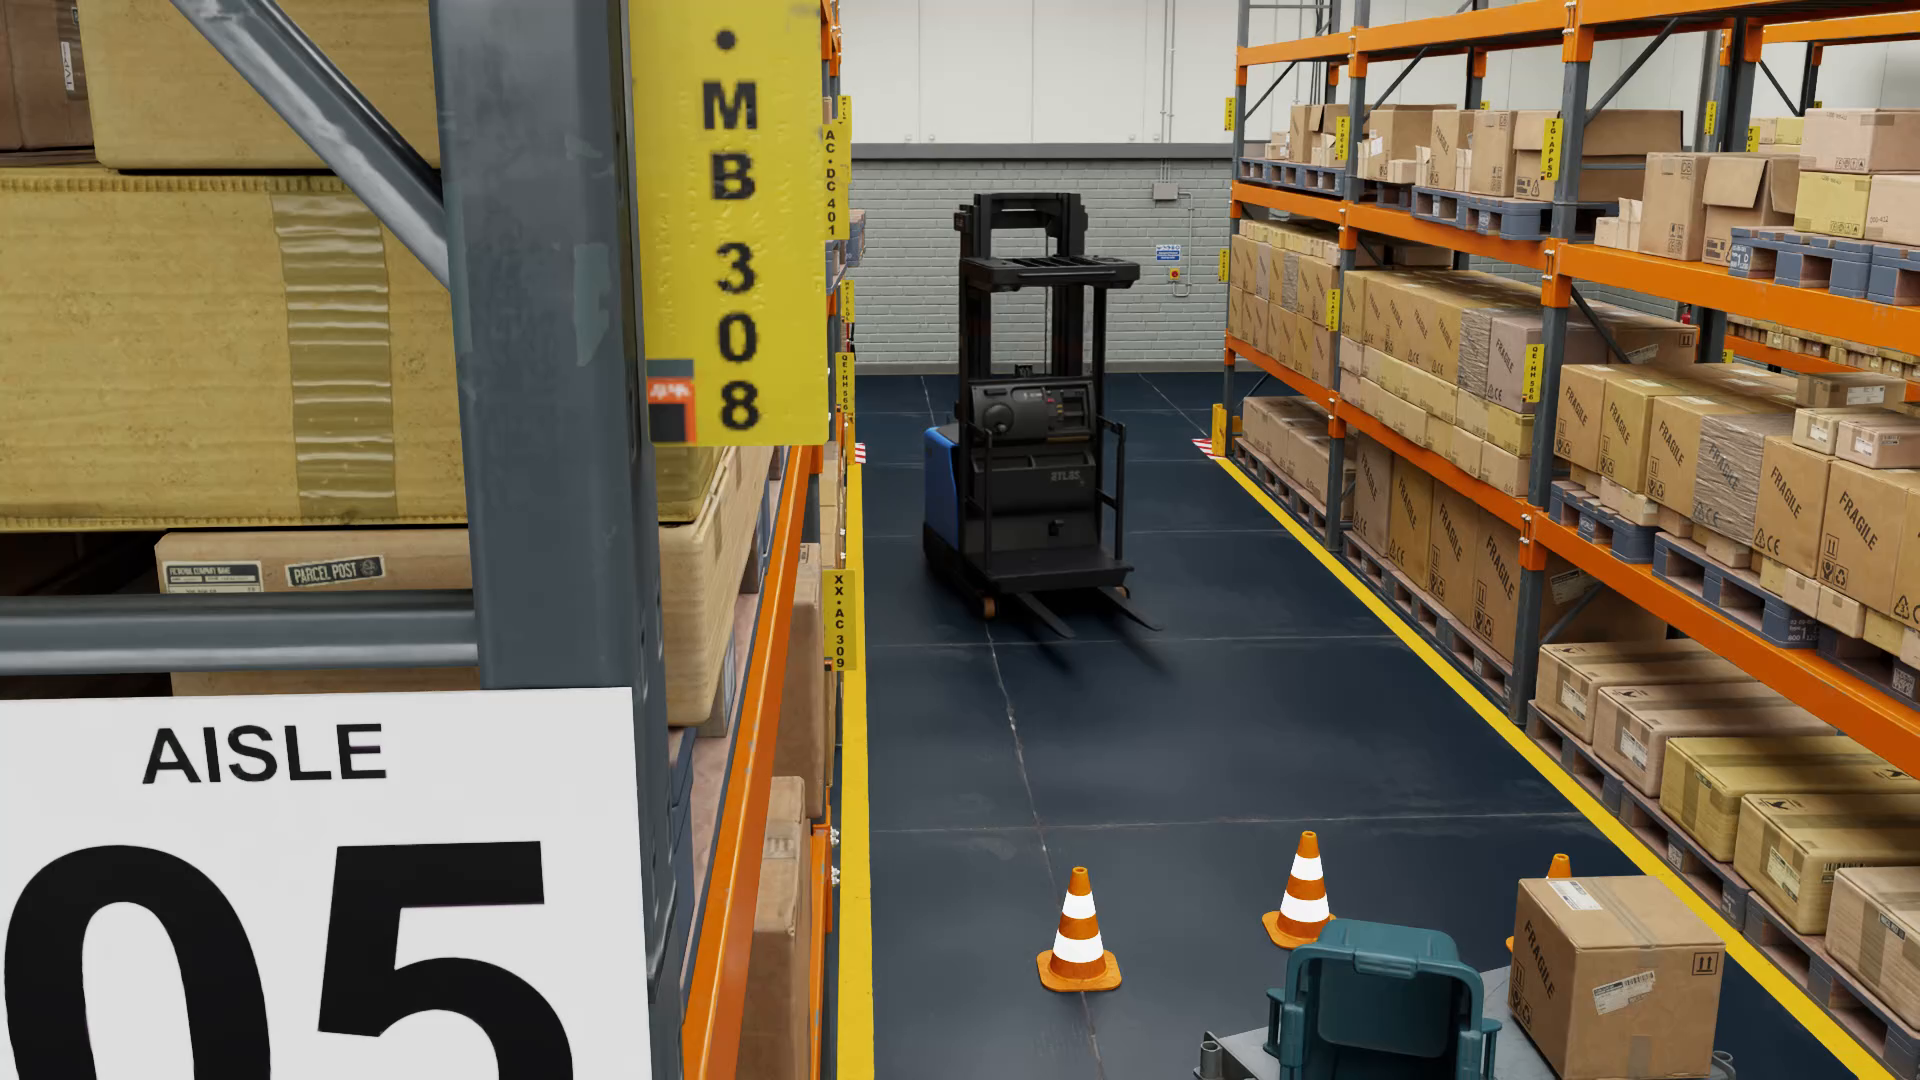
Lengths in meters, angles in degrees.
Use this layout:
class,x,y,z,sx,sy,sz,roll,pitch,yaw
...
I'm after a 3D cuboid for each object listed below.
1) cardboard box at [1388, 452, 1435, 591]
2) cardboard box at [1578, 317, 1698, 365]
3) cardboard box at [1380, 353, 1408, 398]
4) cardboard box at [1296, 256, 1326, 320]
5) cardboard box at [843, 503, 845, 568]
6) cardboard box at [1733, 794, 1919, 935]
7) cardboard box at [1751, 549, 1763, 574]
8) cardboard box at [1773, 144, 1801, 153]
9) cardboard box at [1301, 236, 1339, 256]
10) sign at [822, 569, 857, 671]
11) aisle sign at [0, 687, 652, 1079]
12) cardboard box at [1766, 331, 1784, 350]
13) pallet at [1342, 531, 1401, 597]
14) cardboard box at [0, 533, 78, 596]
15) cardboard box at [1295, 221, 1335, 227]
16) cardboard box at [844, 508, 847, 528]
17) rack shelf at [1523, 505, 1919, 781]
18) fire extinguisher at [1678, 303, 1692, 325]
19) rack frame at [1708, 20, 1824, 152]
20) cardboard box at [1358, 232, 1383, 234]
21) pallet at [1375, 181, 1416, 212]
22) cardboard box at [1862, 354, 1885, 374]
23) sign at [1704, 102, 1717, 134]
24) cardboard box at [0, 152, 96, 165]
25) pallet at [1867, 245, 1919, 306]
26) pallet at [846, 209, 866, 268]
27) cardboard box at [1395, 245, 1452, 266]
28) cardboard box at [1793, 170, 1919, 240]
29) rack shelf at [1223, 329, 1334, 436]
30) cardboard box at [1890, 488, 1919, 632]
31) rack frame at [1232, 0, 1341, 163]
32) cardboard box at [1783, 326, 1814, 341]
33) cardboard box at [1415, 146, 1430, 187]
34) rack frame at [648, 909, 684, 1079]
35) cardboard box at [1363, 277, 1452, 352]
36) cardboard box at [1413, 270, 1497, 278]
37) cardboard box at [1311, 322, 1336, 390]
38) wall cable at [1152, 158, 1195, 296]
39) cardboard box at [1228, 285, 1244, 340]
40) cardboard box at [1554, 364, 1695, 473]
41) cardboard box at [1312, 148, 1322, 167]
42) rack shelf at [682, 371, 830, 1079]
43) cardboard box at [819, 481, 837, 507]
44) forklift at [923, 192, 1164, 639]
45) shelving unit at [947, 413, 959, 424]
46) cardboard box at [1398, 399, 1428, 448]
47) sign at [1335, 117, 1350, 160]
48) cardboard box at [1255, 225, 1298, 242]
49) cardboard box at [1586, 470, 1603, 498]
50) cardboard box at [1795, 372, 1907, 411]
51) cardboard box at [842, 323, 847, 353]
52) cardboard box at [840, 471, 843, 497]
class,x,y,z,sx,sy,sz,roll,pitch,yaw
cardboard box,3.695,-0.172,12.098,0.875,0.875,0.875,0,14,-2
cardboard box,3.974,-1.040,9.840,0.500,0.500,0.500,-1,14,-5
cardboard box,3.324,-1.176,11.875,0.500,0.250,0.500,-1,14,-3
cardboard box,3.185,-2.148,14.146,0.500,0.500,0.500,-1,14,-4
cardboard box,-1.124,-0.087,12.517,0.500,0.500,0.500,-1,14,-5
cardboard box,3.926,1.374,7.096,0.950,0.372,0.625,0,14,0
cardboard box,3.738,0.088,7.327,0.380,0.149,0.250,-1,14,-5
cardboard box,8.045,-3.604,15.697,0.500,0.250,0.500,-1,14,-5
cardboard box,3.177,-2.548,14.400,0.380,0.149,0.250,-1,14,-4
sign,-0.372,0.249,5.142,0.100,0.325,0.005,-1,14,-3
aisle sign,-0.374,0.465,0.984,0.394,0.787,0.004,-1,14,-3
cardboard box,7.996,-1.919,15.969,0.380,0.149,0.250,-1,14,-5
pallet,3.636,0.166,12.959,1.003,0.211,1.213,-1,14,-3
cardboard box,-1.052,-0.012,1.496,0.380,0.149,0.250,-1,14,-3
cardboard box,3.527,-3.068,16.422,0.380,0.149,0.250,-1,14,-2
cardboard box,-1.123,-0.192,13.632,0.380,0.149,0.250,-2,15,-6
rack shelf,3.885,0.465,7.642,1.077,0.370,4.000,-1,14,-3
fire extinguisher,7.748,-2.259,17.691,0.296,0.674,0.183,-1,14,-3
rack frame,8.219,-5.353,16.773,1.000,3.000,0.127,-1,14,-3
cardboard box,3.677,-2.684,14.929,0.380,0.149,0.250,-1,14,-3
pallet,3.619,-2.508,12.119,0.805,0.209,1.217,-1,15,-6
cardboard box,8.117,-1.535,14.478,0.380,0.149,0.250,-1,14,-2
sign,7.677,-4.315,17.005,0.100,0.325,0.005,-1,14,-3
cardboard box,-0.987,-0.183,1.358,0.500,0.250,0.500,-1,14,-3
pallet,4.077,-0.903,5.872,1.213,0.211,1.003,-1,14,-3
pallet,-1.081,-1.481,8.122,1.213,0.211,1.003,0,14,-1
cardboard box,3.752,-2.305,13.455,0.380,0.149,0.250,-1,14,-4
cardboard box,3.771,-1.365,6.750,0.500,0.250,0.500,-1,14,-3
rack shelf,3.389,-1.524,15.375,1.077,0.370,4.000,-1,14,-3
cardboard box,3.751,0.107,5.951,0.500,0.500,0.500,-1,14,-4
rack frame,3.265,-5.276,16.471,1.000,3.000,0.127,-1,14,-3
cardboard box,8.097,-2.024,15.577,0.500,0.250,0.500,-1,14,-5
cardboard box,3.277,-2.507,11.156,0.396,0.266,0.258,0,14,1
rack frame,-0.678,1.710,1.359,1.000,3.000,0.127,-1,14,-3
cardboard box,3.312,-1.668,12.283,0.500,0.500,0.500,-1,14,-4
cardboard box,3.791,-1.801,12.799,0.500,0.500,0.500,0,14,-2
cardboard box,3.229,-1.535,13.773,0.500,0.500,0.500,-1,14,-3
wall cable,2.892,-4.279,22.537,0.585,1.953,0.123,-1,14,-3
cardboard box,3.008,-2.295,16.725,0.500,0.500,0.500,-1,14,-4
cardboard box,3.557,-0.661,8.935,0.500,0.500,0.500,-1,14,-5
cardboard box,3.137,-3.178,13.799,0.380,0.149,0.250,-1,14,-2
rack shelf,-0.802,0.109,3.008,1.077,0.370,4.000,-1,14,-3
cardboard box,-0.817,0.029,7.694,0.500,0.500,0.500,-1,14,-4
forklift,0.596,-0.960,11.877,1.130,2.935,3.031,-4,15,-15
shelving unit,-0.003,-0.522,13.947,0.215,1.050,0.252,-1,14,-3
cardboard box,3.348,-0.808,11.450,0.500,0.250,0.500,-1,14,-4
sign,2.959,-3.108,12.870,0.100,0.325,0.005,-1,14,-3
cardboard box,3.034,-2.929,15.881,0.380,0.149,0.250,-1,14,-5
cardboard box,3.579,-0.308,8.864,0.380,0.149,0.250,-2,15,-7
cardboard box,4.144,-0.688,7.739,0.380,0.149,0.250,-2,15,-6
cardboard box,-1.234,-1.842,14.369,0.500,0.500,0.500,-1,14,-5
cardboard box,-1.104,-0.321,11.921,0.500,0.250,0.500,0,14,-1
